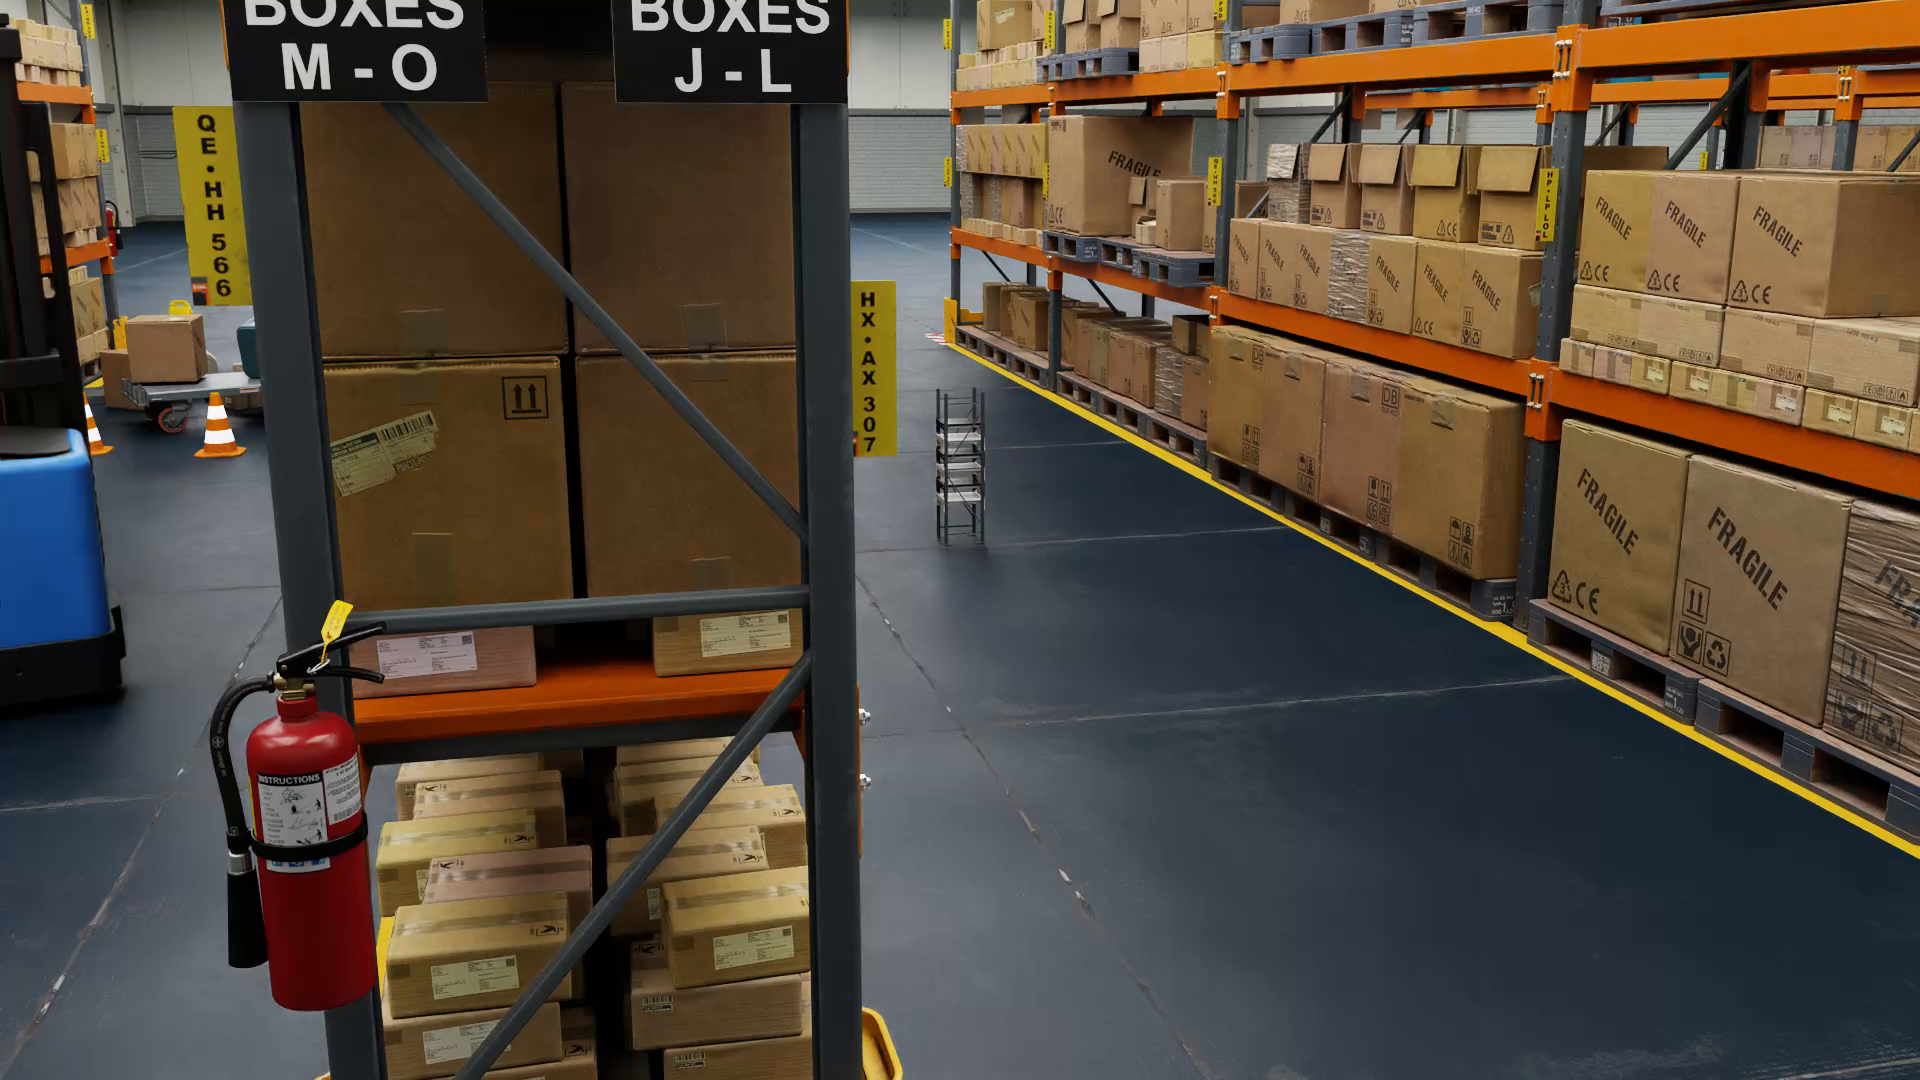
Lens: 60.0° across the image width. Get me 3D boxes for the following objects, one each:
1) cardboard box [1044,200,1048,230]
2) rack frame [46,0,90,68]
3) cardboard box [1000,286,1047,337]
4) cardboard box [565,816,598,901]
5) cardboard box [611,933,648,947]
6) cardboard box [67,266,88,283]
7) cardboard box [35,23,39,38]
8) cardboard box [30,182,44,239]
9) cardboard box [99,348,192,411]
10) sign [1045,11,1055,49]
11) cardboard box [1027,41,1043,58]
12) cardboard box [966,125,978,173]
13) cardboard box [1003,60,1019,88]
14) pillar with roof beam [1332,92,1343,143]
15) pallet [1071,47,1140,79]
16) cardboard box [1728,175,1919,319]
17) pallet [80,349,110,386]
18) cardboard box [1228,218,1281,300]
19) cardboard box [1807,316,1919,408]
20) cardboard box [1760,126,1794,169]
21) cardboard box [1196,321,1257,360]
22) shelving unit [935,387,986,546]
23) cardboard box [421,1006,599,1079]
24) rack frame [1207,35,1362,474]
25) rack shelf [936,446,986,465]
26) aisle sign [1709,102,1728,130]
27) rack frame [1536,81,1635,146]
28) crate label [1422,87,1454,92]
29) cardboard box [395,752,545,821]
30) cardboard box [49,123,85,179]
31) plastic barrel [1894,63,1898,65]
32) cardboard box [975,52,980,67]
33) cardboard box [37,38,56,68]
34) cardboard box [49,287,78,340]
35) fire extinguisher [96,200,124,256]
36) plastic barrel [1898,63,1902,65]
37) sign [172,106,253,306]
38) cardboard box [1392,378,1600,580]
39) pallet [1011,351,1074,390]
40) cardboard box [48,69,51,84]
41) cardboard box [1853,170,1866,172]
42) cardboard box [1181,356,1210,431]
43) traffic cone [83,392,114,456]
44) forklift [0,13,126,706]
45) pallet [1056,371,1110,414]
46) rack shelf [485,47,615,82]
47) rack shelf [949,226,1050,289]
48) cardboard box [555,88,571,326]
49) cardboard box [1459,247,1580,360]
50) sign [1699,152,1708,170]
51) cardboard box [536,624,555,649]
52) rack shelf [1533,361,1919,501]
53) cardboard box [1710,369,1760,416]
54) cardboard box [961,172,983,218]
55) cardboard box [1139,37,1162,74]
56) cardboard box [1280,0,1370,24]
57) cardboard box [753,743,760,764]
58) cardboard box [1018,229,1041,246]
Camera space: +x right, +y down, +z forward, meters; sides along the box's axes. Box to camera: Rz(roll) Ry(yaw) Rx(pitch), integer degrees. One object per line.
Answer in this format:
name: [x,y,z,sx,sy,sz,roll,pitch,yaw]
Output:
cardboard box: [1.287,-3.186,15.808,0.875,0.500,0.500,-3,14,-13]
rack frame: [-9.240,-6.170,16.221,1.000,3.000,0.127,-3,14,-13]
cardboard box: [0.697,-2.517,18.290,0.500,0.500,0.500,0,14,2]
cardboard box: [-1.182,0.879,4.503,0.380,0.149,0.250,-3,14,-14]
cardboard box: [-0.721,0.920,4.338,0.380,0.149,0.250,-3,14,-12]
cardboard box: [-8.647,-2.552,16.015,0.380,0.149,0.250,-3,14,-12]
cardboard box: [-8.712,-4.679,15.287,0.380,0.149,0.250,-3,14,-13]
cardboard box: [-8.379,-2.874,14.533,0.500,0.500,0.500,-3,14,-14]
cardboard box: [-7.229,-1.443,14.774,0.500,0.500,0.500,7,15,26]
sign: [0.807,-4.562,14.868,0.100,0.325,0.005,-3,14,-13]
cardboard box: [0.858,-4.642,15.762,0.380,0.149,0.250,-4,14,-16]
cardboard box: [0.368,-4.229,17.972,0.500,0.500,0.500,-3,14,-13]
cardboard box: [0.734,-4.598,16.425,0.500,0.250,0.500,-3,14,-14]
pillar with roof beam: [6.022,-12.734,43.088,9.100,9.000,0.400,-3,14,-13]
pallet: [1.620,-3.864,13.497,1.213,0.211,1.003,-3,14,-13]
cardboard box: [3.310,-1.117,6.288,0.500,0.500,0.500,-4,14,-15]
pallet: [-9.065,-1.694,16.417,1.003,0.211,1.213,-3,14,-13]
cardboard box: [2.122,-1.884,11.107,0.500,0.500,0.500,-3,14,-12]
cardboard box: [3.414,-0.640,5.915,0.500,0.250,0.500,-3,14,-13]
cardboard box: [10.262,-4.796,20.295,0.700,0.500,0.500,-4,14,-15]
cardboard box: [2.085,-1.479,12.421,0.500,0.250,0.500,-3,14,-11]
shelving unit: [0.002,-0.435,9.813,0.258,0.900,0.210,-3,14,-13]
cardboard box: [-1.021,1.207,3.787,0.380,0.149,0.250,-3,14,-12]
rack frame: [2.272,-1.962,11.639,1.000,3.000,0.127,-3,14,-13]
rack shelf: [0.002,-0.490,9.799,0.258,0.077,0.200,-3,14,-13]
aisle sign: [9.710,-5.620,21.134,0.394,0.787,0.004,-3,14,-13]
rack frame: [6.147,-3.161,16.547,1.000,3.000,0.127,-3,14,-13]
crate label: [5.326,-5.019,18.142,0.502,0.251,0.408,-3,14,-13]
cardboard box: [-1.369,0.684,4.675,0.380,0.149,0.250,-3,14,-11]
cardboard box: [-8.576,-3.600,15.397,0.700,0.500,0.500,-3,14,-14]
plastic barrel: [6.979,-3.674,12.653,0.294,0.245,0.294,0,14,0]
cardboard box: [0.374,-5.126,17.745,0.380,0.149,0.250,-3,14,-11]
cardboard box: [-8.614,-4.446,15.173,0.500,0.250,0.500,-3,14,-12]
cardboard box: [-8.561,-2.081,15.453,0.500,0.500,0.500,-4,14,-15]
fire extinguisher: [-8.819,-3.270,17.155,0.296,0.674,0.183,-3,14,-13]
plastic barrel: [7.311,-3.839,12.763,0.421,0.512,0.421,0,14,0]
sign: [-1.238,-0.553,2.767,0.100,0.325,0.005,-3,14,-13]
cardboard box: [3.042,-0.358,8.665,1.225,0.875,0.875,-3,14,-13]
pallet: [1.140,-1.684,16.374,1.003,0.211,1.213,-3,14,-13]
cardboard box: [-8.770,-4.343,15.593,0.380,0.149,0.250,-3,14,-13]
cardboard box: [10.394,-4.144,18.991,0.380,0.149,0.250,-3,14,-12]
cardboard box: [2.095,-1.115,12.512,0.700,0.500,0.500,-4,14,-16]
traffic cone: [-6.648,-0.893,12.605,0.336,0.463,0.334,-3,14,-13]
forklift: [-4.741,-0.976,7.746,1.130,2.935,3.031,-8,16,-28]
pallet: [1.517,-1.351,15.013,1.003,0.211,1.213,-3,14,-13]
rack shelf: [-2.103,-2.356,8.444,1.077,0.370,4.000,-3,14,-13]
rack shelf: [0.863,-2.997,17.390,1.077,0.370,4.000,-3,14,-13]
cardboard box: [-0.666,-0.777,3.843,0.500,0.500,0.500,-3,14,-12]
cardboard box: [2.836,-1.181,8.230,0.500,0.500,0.500,-3,14,-13]
sign: [9.482,-4.789,21.217,0.100,0.325,0.005,-3,14,-13]
cardboard box: [-1.067,0.139,3.566,0.380,0.149,0.250,-3,14,-13]
rack shelf: [3.681,-0.229,6.059,1.077,0.370,4.000,-3,14,-13]
cardboard box: [3.205,-0.590,6.551,0.380,0.149,0.250,-3,14,-14]
cardboard box: [0.496,-3.873,18.621,0.875,0.500,0.500,-3,14,-13]
cardboard box: [1.677,-3.672,12.634,0.500,0.250,0.500,-3,14,-12]
cardboard box: [2.485,-3.537,10.662,0.797,0.503,0.637,-2,14,-10]
cardboard box: [-0.815,0.586,5.078,0.380,0.149,0.250,-3,14,-12]
cardboard box: [0.779,-2.967,16.281,0.380,0.149,0.250,-3,14,-13]
